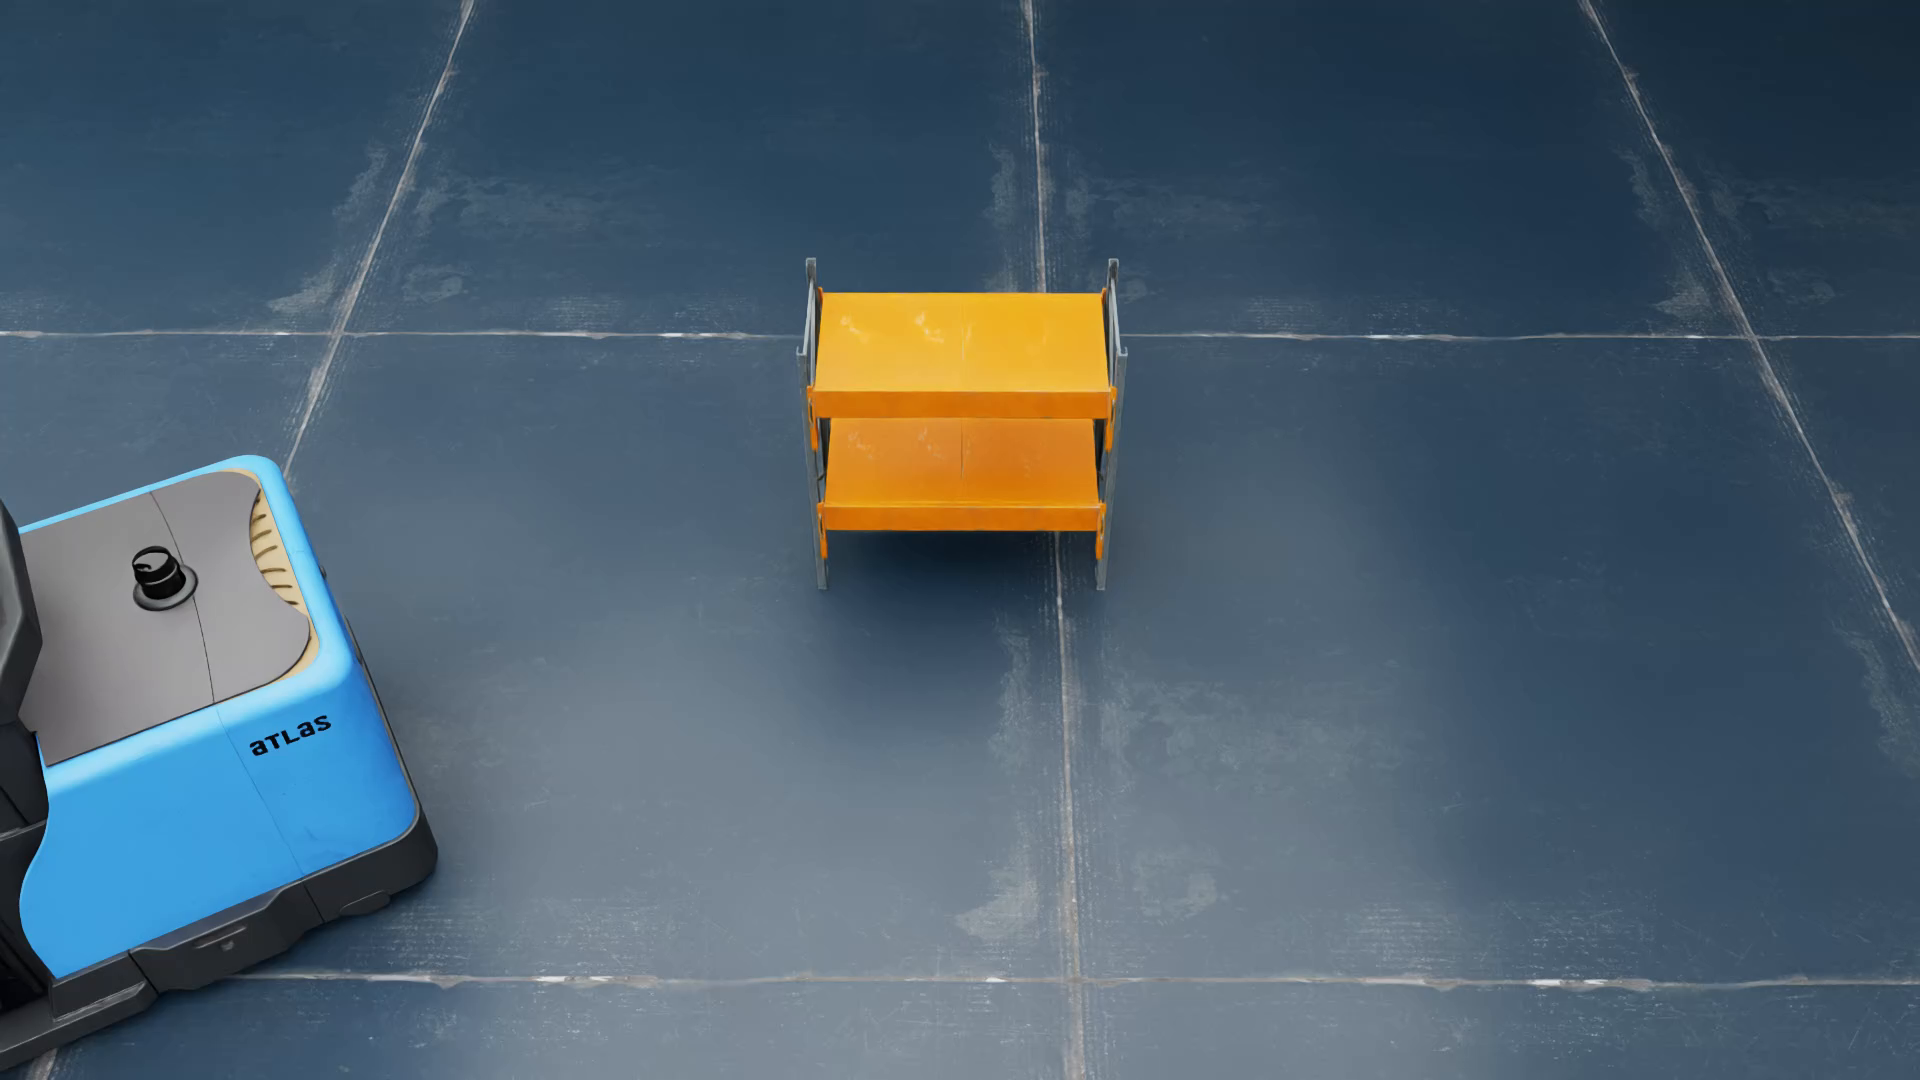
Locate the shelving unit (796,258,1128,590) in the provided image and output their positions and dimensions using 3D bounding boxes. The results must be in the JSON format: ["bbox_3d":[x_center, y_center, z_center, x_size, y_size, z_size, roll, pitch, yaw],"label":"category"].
[{"bbox_3d":[0.007,-0.383,5.838,1.048,1.125,0.538,0,47,0],"label":"shelving unit"}]

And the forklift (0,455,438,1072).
[{"bbox_3d":[-3.183,0.280,3.987,3.031,2.935,1.130,-22,51,-19],"label":"forklift"}]

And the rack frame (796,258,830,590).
[{"bbox_3d":[-0.502,-0.385,5.840,0.032,1.125,0.500,0,47,0],"label":"rack frame"}]

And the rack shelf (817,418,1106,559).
[{"bbox_3d":[0.007,-0.217,6.017,1.000,0.278,0.538,0,47,0],"label":"rack shelf"}]

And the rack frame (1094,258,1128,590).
[{"bbox_3d":[0.515,-0.382,5.837,0.032,1.125,0.500,0,47,0],"label":"rack frame"}]

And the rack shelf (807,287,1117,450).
[{"bbox_3d":[0.007,-0.583,5.624,1.000,0.278,0.538,0,47,0],"label":"rack shelf"}]
